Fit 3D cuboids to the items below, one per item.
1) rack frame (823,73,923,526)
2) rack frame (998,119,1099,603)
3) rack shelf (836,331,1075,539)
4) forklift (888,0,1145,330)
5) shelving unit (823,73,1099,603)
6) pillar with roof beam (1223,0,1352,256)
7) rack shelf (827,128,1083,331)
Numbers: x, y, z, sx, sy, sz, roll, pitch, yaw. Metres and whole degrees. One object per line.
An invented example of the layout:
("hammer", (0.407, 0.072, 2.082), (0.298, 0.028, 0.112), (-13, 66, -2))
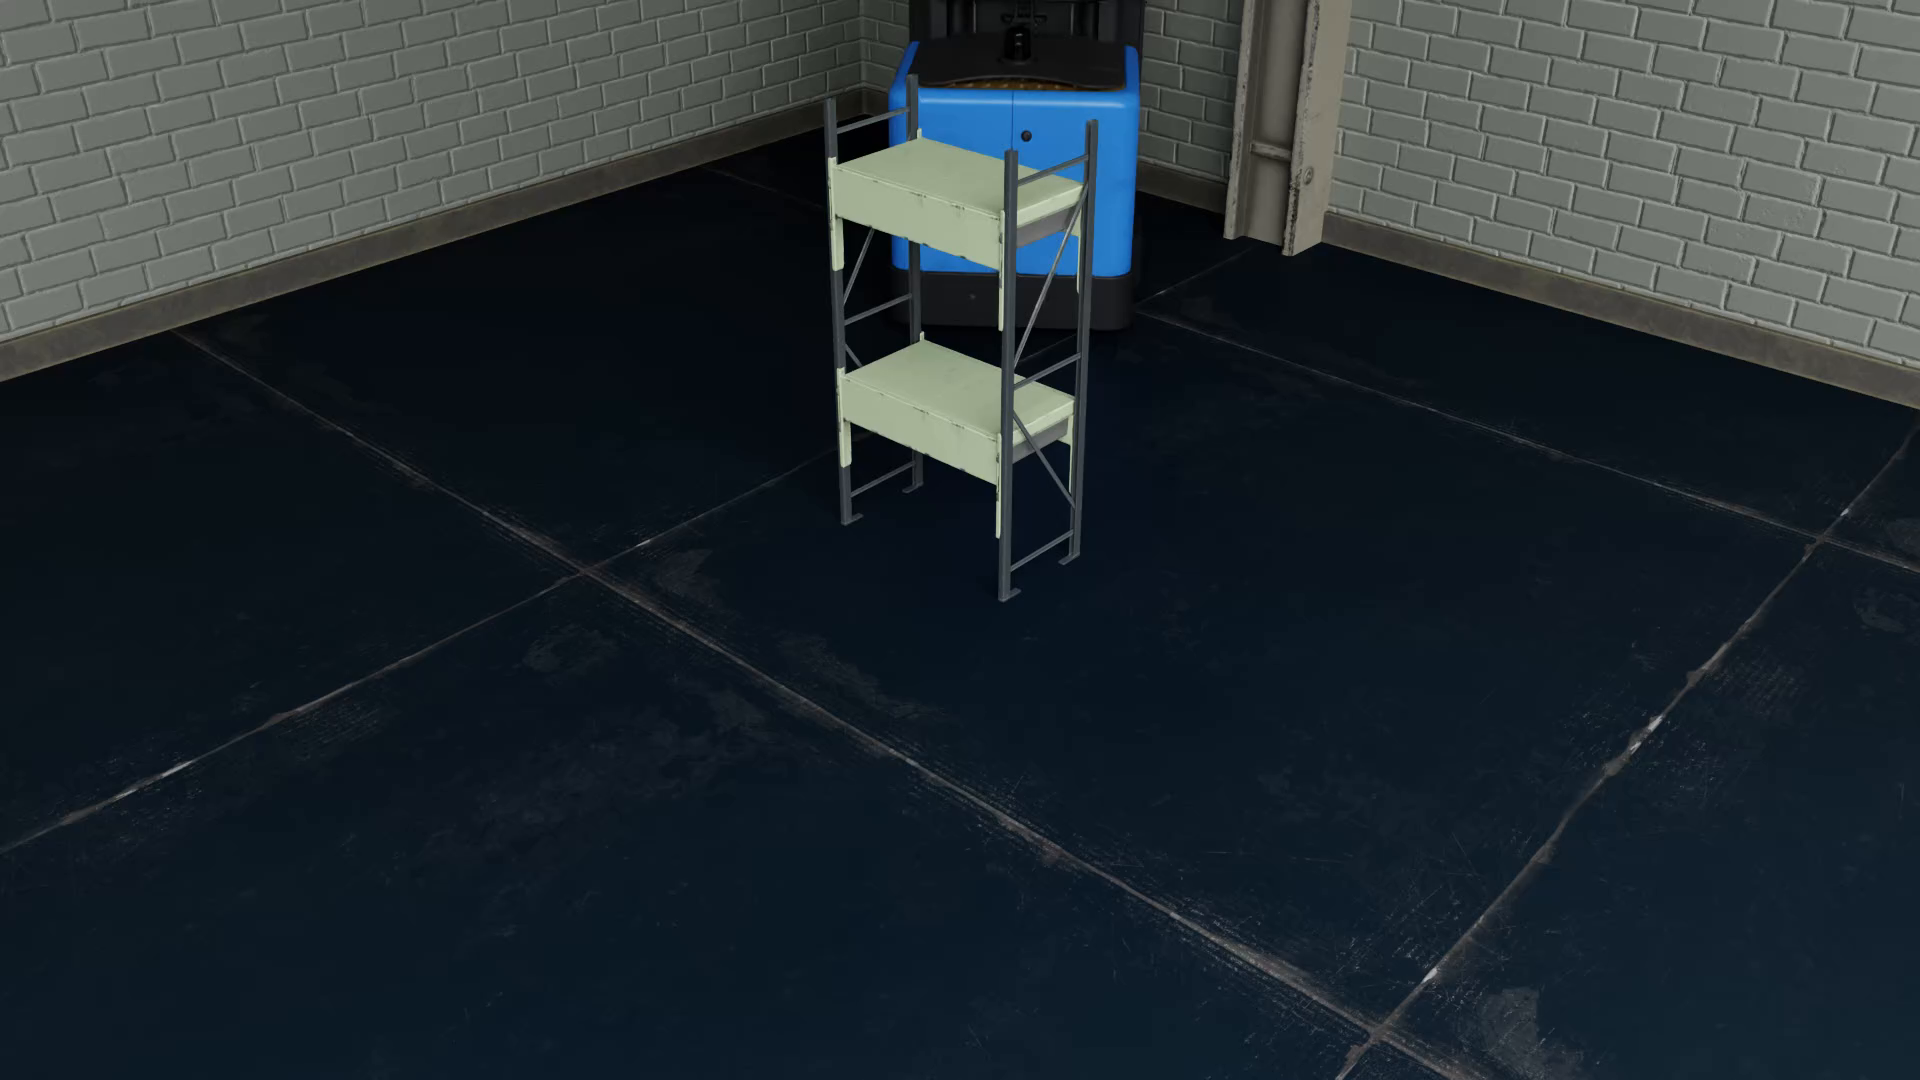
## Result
("rack frame", (-0.276, -0.772, 5.577), (0.023, 1.500, 0.400), (25, 39, 35))
("rack frame", (0.266, -0.518, 5.157), (0.023, 1.500, 0.400), (25, 39, 35))
("rack shelf", (-0.005, -0.366, 5.535), (0.720, 0.370, 0.431), (25, 39, 35))
("forklift", (0.327, -2.883, 7.697), (1.130, 2.935, 3.031), (2, 31, 4))
("shelving unit", (-0.005, -0.645, 5.367), (0.755, 1.500, 0.431), (25, 39, 35))
("pillar with roof beam", (-1.338, -3.703, 3.176), (0.400, 9.000, 9.100), (25, 39, 35))
("rack shelf", (-0.005, -0.979, 5.166), (0.720, 0.370, 0.431), (25, 39, 35))
